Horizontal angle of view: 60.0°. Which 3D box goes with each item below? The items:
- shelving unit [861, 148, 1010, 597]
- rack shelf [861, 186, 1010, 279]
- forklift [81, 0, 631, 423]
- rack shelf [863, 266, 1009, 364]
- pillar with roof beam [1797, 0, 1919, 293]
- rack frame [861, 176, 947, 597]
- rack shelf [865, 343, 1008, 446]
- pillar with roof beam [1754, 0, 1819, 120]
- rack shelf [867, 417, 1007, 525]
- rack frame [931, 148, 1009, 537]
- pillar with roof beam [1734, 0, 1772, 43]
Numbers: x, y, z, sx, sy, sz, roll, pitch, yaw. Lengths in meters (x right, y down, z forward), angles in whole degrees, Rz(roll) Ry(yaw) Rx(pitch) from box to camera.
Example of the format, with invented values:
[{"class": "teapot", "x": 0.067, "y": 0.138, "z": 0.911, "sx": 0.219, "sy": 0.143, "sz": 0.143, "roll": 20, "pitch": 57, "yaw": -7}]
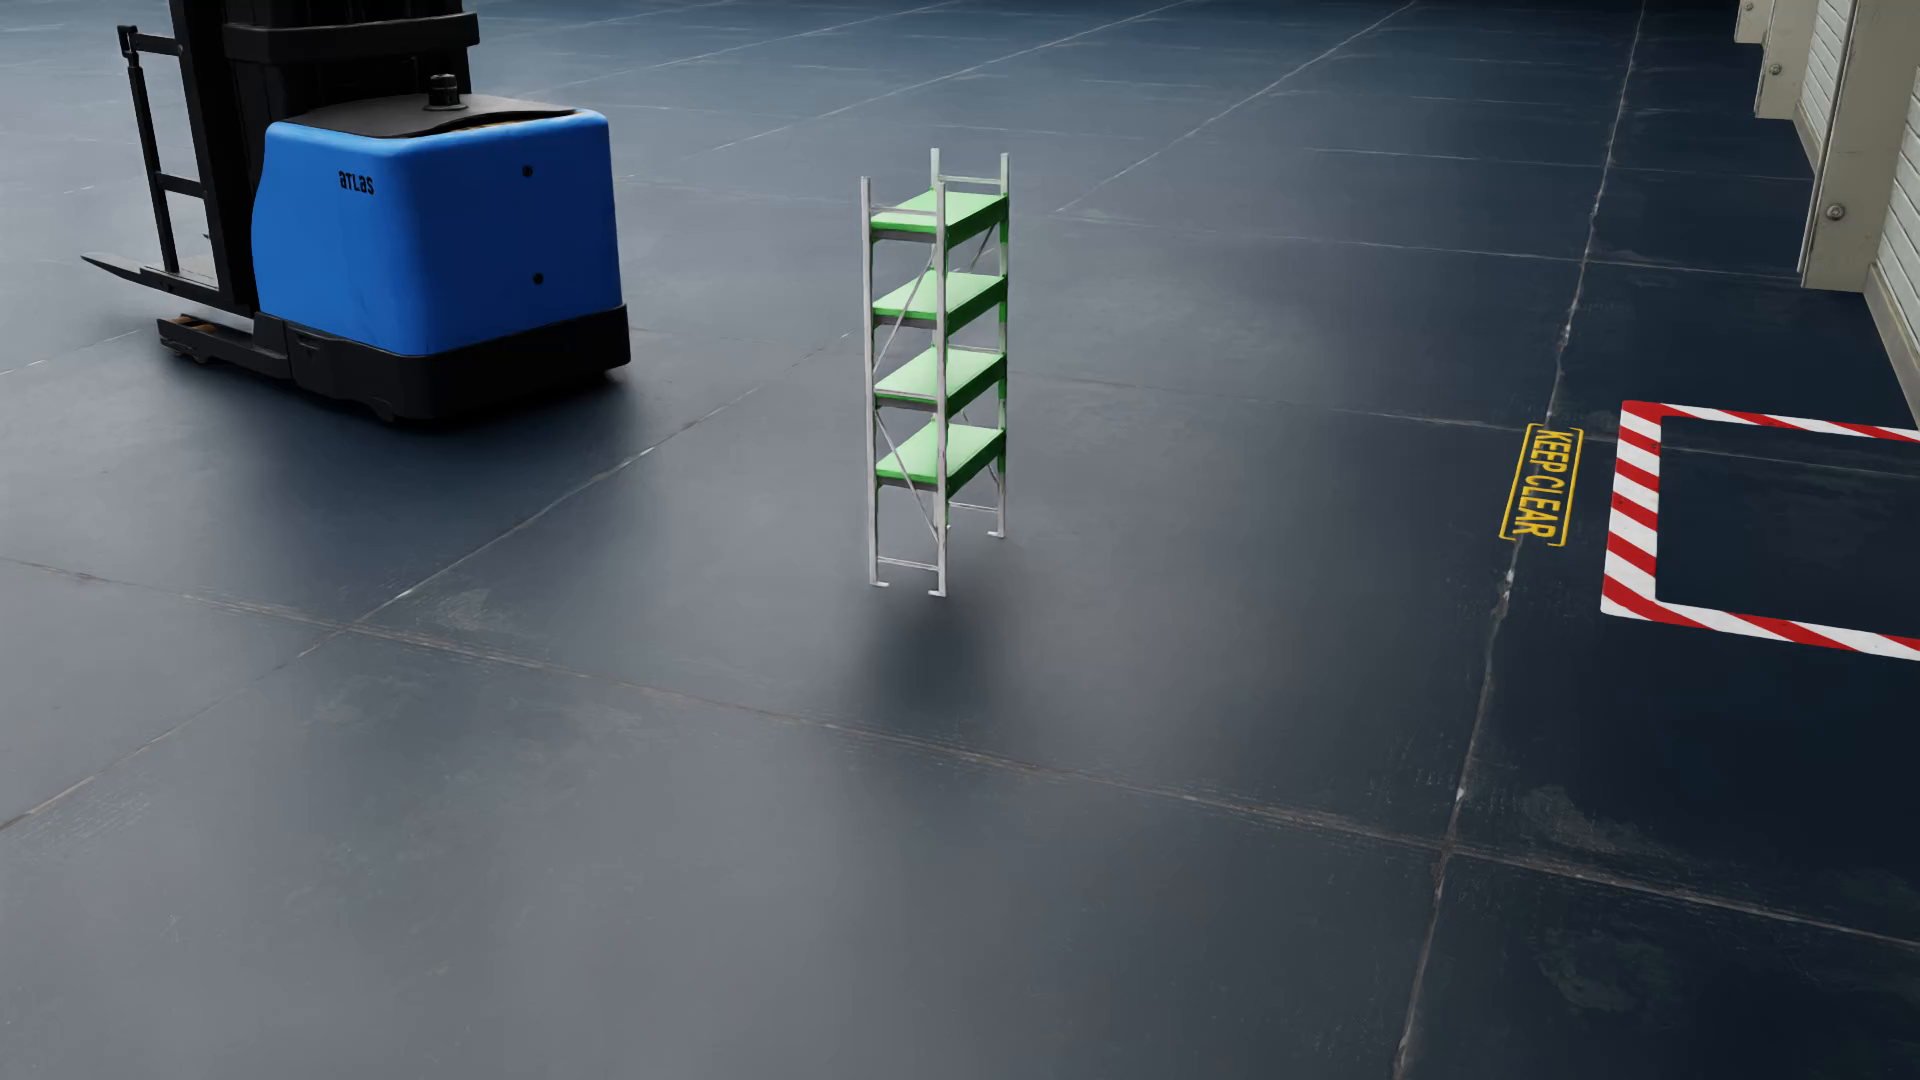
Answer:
[{"class": "shelving unit", "x": -0.061, "y": -0.494, "z": 4.877, "sx": 0.258, "sy": 1.200, "sz": 0.503, "roll": 9, "pitch": 24, "yaw": 20}, {"class": "rack shelf", "x": -0.062, "y": -0.878, "z": 4.717, "sx": 0.258, "sy": 0.148, "sz": 0.480, "roll": 9, "pitch": 24, "yaw": 20}, {"class": "forklift", "x": -2.811, "y": -2.238, "z": 6.805, "sx": 3.031, "sy": 2.935, "sz": 1.130, "roll": 17, "pitch": 28, "yaw": 36}, {"class": "rack shelf", "x": -0.062, "y": -0.657, "z": 4.809, "sx": 0.258, "sy": 0.148, "sz": 0.480, "roll": 9, "pitch": 24, "yaw": 20}, {"class": "pillar with roof beam", "x": 0.395, "y": -6.070, "z": 8.106, "sx": 9.100, "sy": 9.000, "sz": 0.400, "roll": 9, "pitch": 24, "yaw": 20}, {"class": "rack frame", "x": -0.152, "y": -0.407, "z": 4.668, "sx": 0.240, "sy": 1.200, "sz": 0.015, "roll": 9, "pitch": 24, "yaw": 20}, {"class": "rack shelf", "x": -0.061, "y": -0.435, "z": 4.902, "sx": 0.258, "sy": 0.148, "sz": 0.480, "roll": 9, "pitch": 24, "yaw": 20}, {"class": "pillar with roof beam", "x": 2.624, "y": -8.217, "z": 13.246, "sx": 9.100, "sy": 9.000, "sz": 0.400, "roll": 9, "pitch": 24, "yaw": 20}, {"class": "rack shelf", "x": -0.061, "y": -0.214, "z": 4.994, "sx": 0.258, "sy": 0.148, "sz": 0.480, "roll": 9, "pitch": 24, "yaw": 20}, {"class": "rack frame", "x": 0.029, "y": -0.582, "z": 5.086, "sx": 0.240, "sy": 1.200, "sz": 0.015, "roll": 9, "pitch": 24, "yaw": 20}, {"class": "pillar with roof beam", "x": 4.853, "y": -10.364, "z": 18.387, "sx": 9.100, "sy": 9.000, "sz": 0.400, "roll": 9, "pitch": 24, "yaw": 20}]
